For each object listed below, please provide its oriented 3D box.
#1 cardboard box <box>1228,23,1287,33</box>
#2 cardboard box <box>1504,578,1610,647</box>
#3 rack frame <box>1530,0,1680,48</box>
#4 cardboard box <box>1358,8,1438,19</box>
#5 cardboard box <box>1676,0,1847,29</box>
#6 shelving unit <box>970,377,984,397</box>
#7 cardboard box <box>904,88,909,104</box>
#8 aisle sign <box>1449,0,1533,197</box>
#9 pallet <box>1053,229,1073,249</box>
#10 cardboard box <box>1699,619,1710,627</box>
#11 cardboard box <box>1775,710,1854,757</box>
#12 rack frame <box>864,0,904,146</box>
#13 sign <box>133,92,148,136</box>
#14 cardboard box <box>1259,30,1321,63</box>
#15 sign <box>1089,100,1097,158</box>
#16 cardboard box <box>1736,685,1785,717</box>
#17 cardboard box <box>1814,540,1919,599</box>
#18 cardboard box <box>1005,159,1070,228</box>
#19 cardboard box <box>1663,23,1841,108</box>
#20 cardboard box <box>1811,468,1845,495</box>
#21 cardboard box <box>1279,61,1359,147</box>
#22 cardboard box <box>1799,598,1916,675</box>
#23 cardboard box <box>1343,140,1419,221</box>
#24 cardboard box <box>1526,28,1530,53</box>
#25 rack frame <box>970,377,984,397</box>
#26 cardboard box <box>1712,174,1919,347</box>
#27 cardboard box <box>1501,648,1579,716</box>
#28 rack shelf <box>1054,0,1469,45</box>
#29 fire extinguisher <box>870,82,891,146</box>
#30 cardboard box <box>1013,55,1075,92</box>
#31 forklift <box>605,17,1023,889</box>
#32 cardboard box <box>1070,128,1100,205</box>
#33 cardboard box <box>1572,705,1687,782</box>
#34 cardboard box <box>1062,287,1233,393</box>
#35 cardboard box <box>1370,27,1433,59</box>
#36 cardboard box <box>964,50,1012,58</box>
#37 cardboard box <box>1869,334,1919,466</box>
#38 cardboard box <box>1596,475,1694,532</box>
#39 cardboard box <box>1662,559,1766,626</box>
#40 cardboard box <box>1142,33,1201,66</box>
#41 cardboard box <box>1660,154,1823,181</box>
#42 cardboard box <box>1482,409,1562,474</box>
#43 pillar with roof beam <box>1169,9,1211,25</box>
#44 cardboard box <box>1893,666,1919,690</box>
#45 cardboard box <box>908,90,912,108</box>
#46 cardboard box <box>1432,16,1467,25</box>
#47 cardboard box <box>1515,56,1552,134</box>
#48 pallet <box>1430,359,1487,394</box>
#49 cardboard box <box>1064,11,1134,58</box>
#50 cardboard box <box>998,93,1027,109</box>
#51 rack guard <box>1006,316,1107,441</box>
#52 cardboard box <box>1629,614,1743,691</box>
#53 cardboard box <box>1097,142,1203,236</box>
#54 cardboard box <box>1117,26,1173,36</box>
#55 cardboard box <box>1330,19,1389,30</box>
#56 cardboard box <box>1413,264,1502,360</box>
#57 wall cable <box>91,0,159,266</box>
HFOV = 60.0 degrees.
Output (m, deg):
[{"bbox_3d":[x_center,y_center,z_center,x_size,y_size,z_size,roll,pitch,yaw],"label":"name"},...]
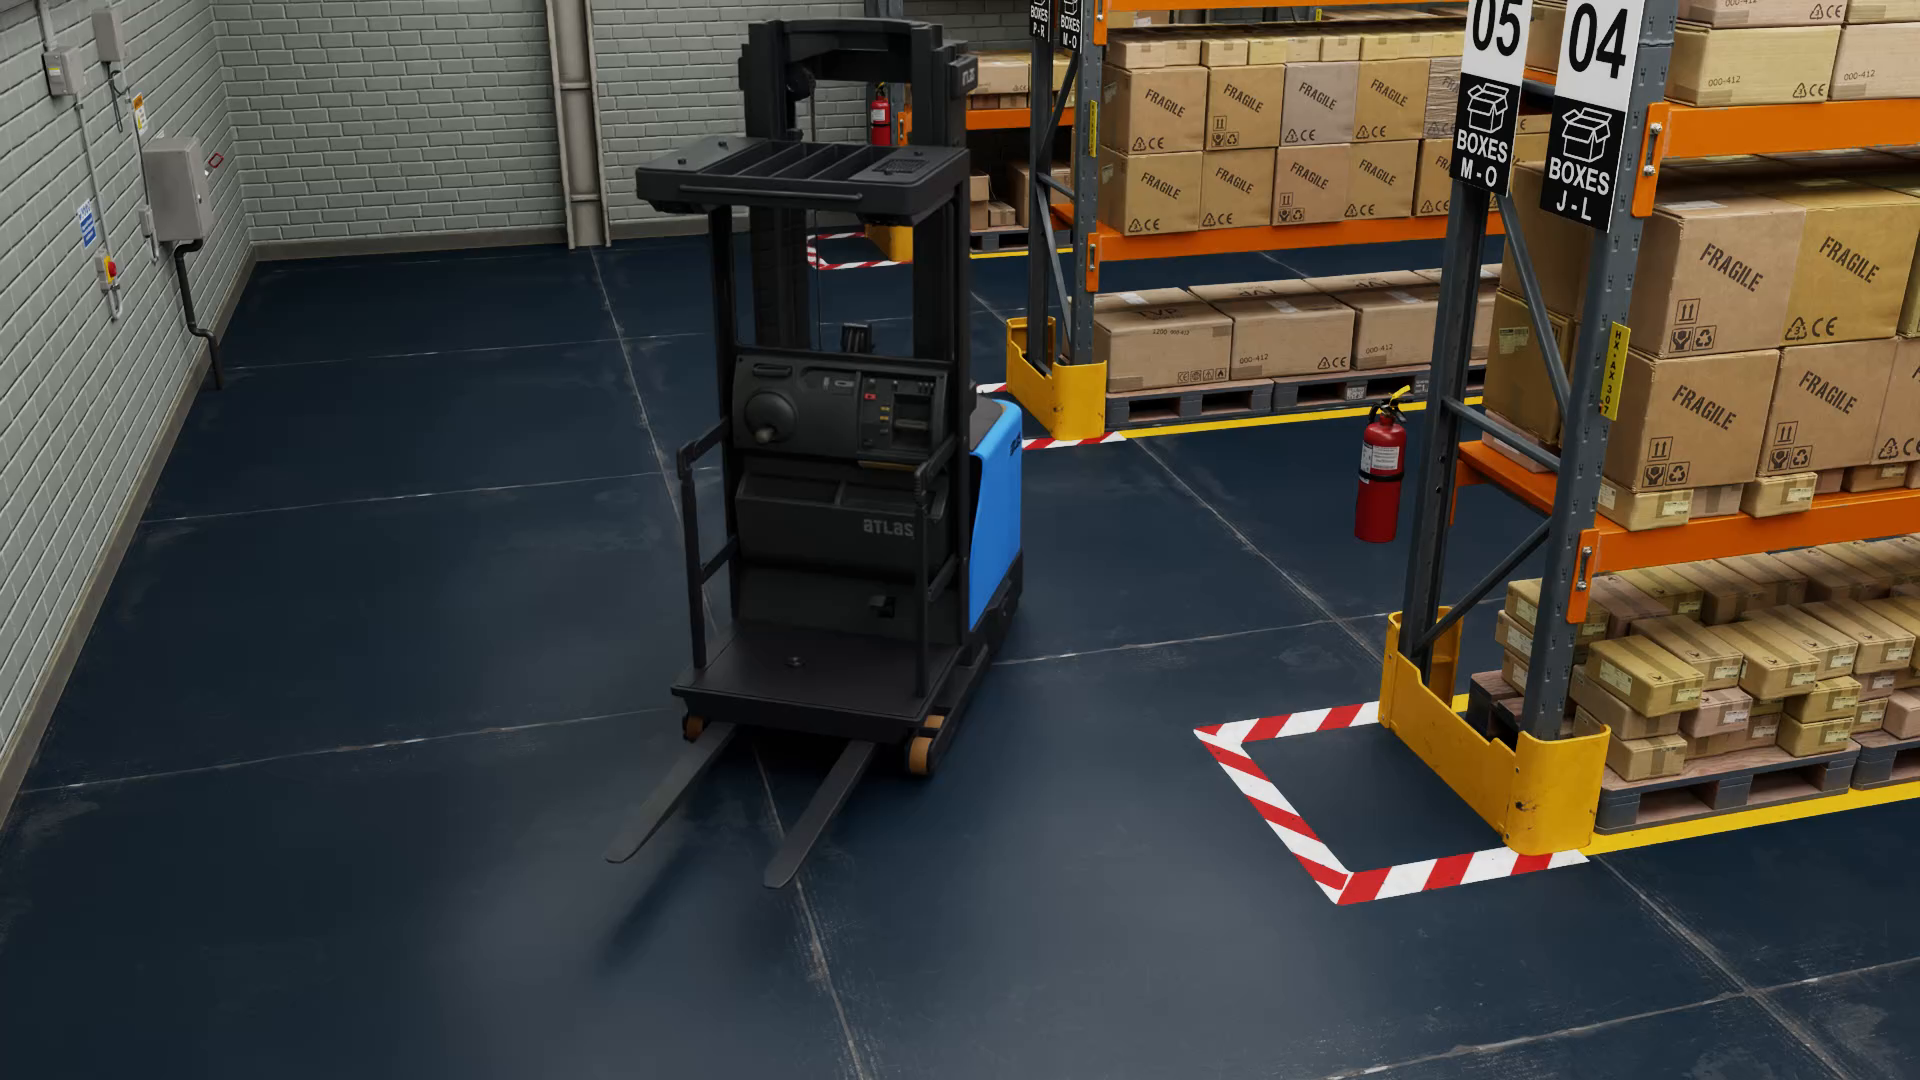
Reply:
[{"bbox_3d":[1.936,-3.280,10.872,0.250,0.149,0.380,-7,24,-15],"label":"cardboard box"},{"bbox_3d":[2.532,0.306,7.062,0.250,0.149,0.380,-6,24,-14],"label":"cardboard box"},{"bbox_3d":[2.091,-3.142,5.161,0.127,3.000,1.000,-6,24,-14],"label":"rack frame"},{"bbox_3d":[4.188,-4.825,16.031,0.500,0.500,0.700,-6,24,-14],"label":"cardboard box"},{"bbox_3d":[2.593,-1.874,5.565,0.500,0.250,0.500,-6,24,-14],"label":"cardboard box"},{"bbox_3d":[-0.008,-0.413,9.071,0.210,0.900,0.258,-6,24,-14],"label":"shelving unit"},{"bbox_3d":[-0.442,-4.160,15.459,0.250,0.149,0.380,-7,24,-15],"label":"cardboard box"},{"bbox_3d":[1.939,-1.686,6.079,0.004,0.787,0.394,-6,24,-14],"label":"aisle sign"},{"bbox_3d":[1.325,-3.078,16.157,1.213,0.211,1.003,-6,24,-14],"label":"pallet"},{"bbox_3d":[3.308,0.385,7.255,0.250,0.149,0.380,-7,24,-15],"label":"cardboard box"},{"bbox_3d":[3.424,0.724,6.842,0.250,0.149,0.380,-6,24,-14],"label":"cardboard box"},{"bbox_3d":[-0.688,-4.138,15.090,0.127,3.000,1.000,-6,24,-14],"label":"rack frame"},{"bbox_3d":[-5.378,-2.794,10.910,0.001,0.242,0.339,-6,24,-14],"label":"sign"},{"bbox_3d":[2.074,-3.112,10.482,0.250,0.149,0.380,-6,24,-14],"label":"cardboard box"},{"bbox_3d":[0.800,-2.477,10.020,0.005,0.325,0.100,-6,24,-14],"label":"sign"},{"bbox_3d":[3.155,0.569,6.825,0.250,0.149,0.380,-6,24,-14],"label":"cardboard box"},{"bbox_3d":[4.043,0.147,7.432,0.250,0.149,0.380,-6,24,-14],"label":"cardboard box"},{"bbox_3d":[0.760,-3.288,15.746,0.500,0.500,0.700,-5,24,-12],"label":"cardboard box"},{"bbox_3d":[2.592,-1.646,5.668,0.500,0.250,0.500,-5,24,-12],"label":"cardboard box"},{"bbox_3d":[3.211,-0.311,6.489,0.250,0.149,0.380,-5,24,-12],"label":"cardboard box"},{"bbox_3d":[2.184,-2.818,10.618,0.500,0.500,0.500,-6,24,-15],"label":"cardboard box"},{"bbox_3d":[3.683,0.394,6.855,0.250,0.149,0.380,-5,24,-12],"label":"cardboard box"},{"bbox_3d":[2.648,-2.414,10.944,0.500,0.500,0.500,-6,24,-13],"label":"cardboard box"},{"bbox_3d":[3.532,-3.286,10.888,0.250,0.149,0.380,-7,24,-15],"label":"cardboard box"},{"bbox_3d":[0.090,-0.424,9.096,0.006,0.900,0.240,-6,24,-14],"label":"rack frame"},{"bbox_3d":[3.079,-1.031,6.076,0.500,0.500,0.500,-6,24,-13],"label":"cardboard box"},{"bbox_3d":[2.541,0.596,7.139,0.250,0.149,0.380,-6,24,-13],"label":"cardboard box"},{"bbox_3d":[2.582,-3.515,10.746,4.000,0.370,1.077,-6,24,-14],"label":"rack shelf"},{"bbox_3d":[-0.705,-3.740,14.733,0.183,0.674,0.296,-6,24,-14],"label":"fire extinguisher"},{"bbox_3d":[0.794,-4.261,15.189,0.500,0.250,0.500,-7,24,-15],"label":"cardboard box"},{"bbox_3d":[-0.562,-0.530,6.768,1.130,2.935,3.031,6,24,14],"label":"forklift"},{"bbox_3d":[1.049,-2.452,11.033,0.500,0.500,0.500,-6,24,-14],"label":"cardboard box"},{"bbox_3d":[2.681,0.797,6.670,0.250,0.149,0.380,-6,24,-13],"label":"cardboard box"},{"bbox_3d":[1.265,-1.378,11.374,0.875,0.438,0.875,-7,24,-16],"label":"cardboard box"},{"bbox_3d":[2.816,-3.186,10.653,0.250,0.149,0.380,-6,24,-14],"label":"cardboard box"},{"bbox_3d":[0.180,-4.410,15.537,0.500,0.250,0.500,-6,24,-14],"label":"cardboard box"},{"bbox_3d":[3.581,-0.625,6.399,0.500,0.500,0.500,-6,24,-14],"label":"cardboard box"},{"bbox_3d":[2.491,-0.180,6.184,0.250,0.149,0.380,-7,24,-15],"label":"cardboard box"},{"bbox_3d":[3.271,0.221,7.258,0.250,0.149,0.380,-7,24,-16],"label":"cardboard box"},{"bbox_3d":[1.306,-3.045,10.326,0.250,0.149,0.380,-6,24,-13],"label":"cardboard box"},{"bbox_3d":[2.952,-1.225,6.528,0.500,0.500,0.500,-7,24,-16],"label":"cardboard box"},{"bbox_3d":[2.328,-0.412,6.725,0.250,0.149,0.380,-6,24,-14],"label":"cardboard box"},{"bbox_3d":[3.412,-5.955,11.716,0.400,9.000,9.100,-6,24,-14],"label":"pillar with roof beam"},{"bbox_3d":[3.911,0.474,7.047,0.250,0.149,0.380,-5,24,-12],"label":"cardboard box"},{"bbox_3d":[-0.298,-3.954,14.978,0.250,0.149,0.380,-6,24,-15],"label":"cardboard box"},{"bbox_3d":[3.400,-3.469,11.312,0.250,0.149,0.380,-6,24,-15],"label":"cardboard box"},{"bbox_3d":[3.637,-2.979,10.995,0.500,0.500,0.500,-7,24,-15],"label":"cardboard box"},{"bbox_3d":[3.754,-1.347,12.122,1.213,0.211,1.003,-6,24,-14],"label":"pallet"},{"bbox_3d":[1.266,-4.656,15.160,0.500,0.500,0.500,-6,24,-13],"label":"cardboard box"},{"bbox_3d":[0.438,-4.043,15.187,0.250,0.149,0.380,-6,24,-13],"label":"cardboard box"},{"bbox_3d":[0.633,-1.103,11.186,0.348,0.500,1.175,-6,24,-14],"label":"rack guard"},{"bbox_3d":[2.920,0.456,6.711,0.250,0.149,0.380,-6,24,-13],"label":"cardboard box"},{"bbox_3d":[1.196,-2.242,10.544,0.500,0.500,0.500,-7,24,-15],"label":"cardboard box"},{"bbox_3d":[1.186,-3.208,10.705,0.250,0.149,0.380,-6,24,-13],"label":"cardboard box"},{"bbox_3d":[2.662,-3.393,11.137,0.250,0.149,0.380,-6,24,-14],"label":"cardboard box"},{"bbox_3d":[3.874,-1.670,12.054,0.875,0.438,0.875,-7,24,-15],"label":"cardboard box"},{"bbox_3d":[-5.161,-2.649,10.330,0.122,1.984,0.588,-6,24,-14],"label":"wall cable"}]
